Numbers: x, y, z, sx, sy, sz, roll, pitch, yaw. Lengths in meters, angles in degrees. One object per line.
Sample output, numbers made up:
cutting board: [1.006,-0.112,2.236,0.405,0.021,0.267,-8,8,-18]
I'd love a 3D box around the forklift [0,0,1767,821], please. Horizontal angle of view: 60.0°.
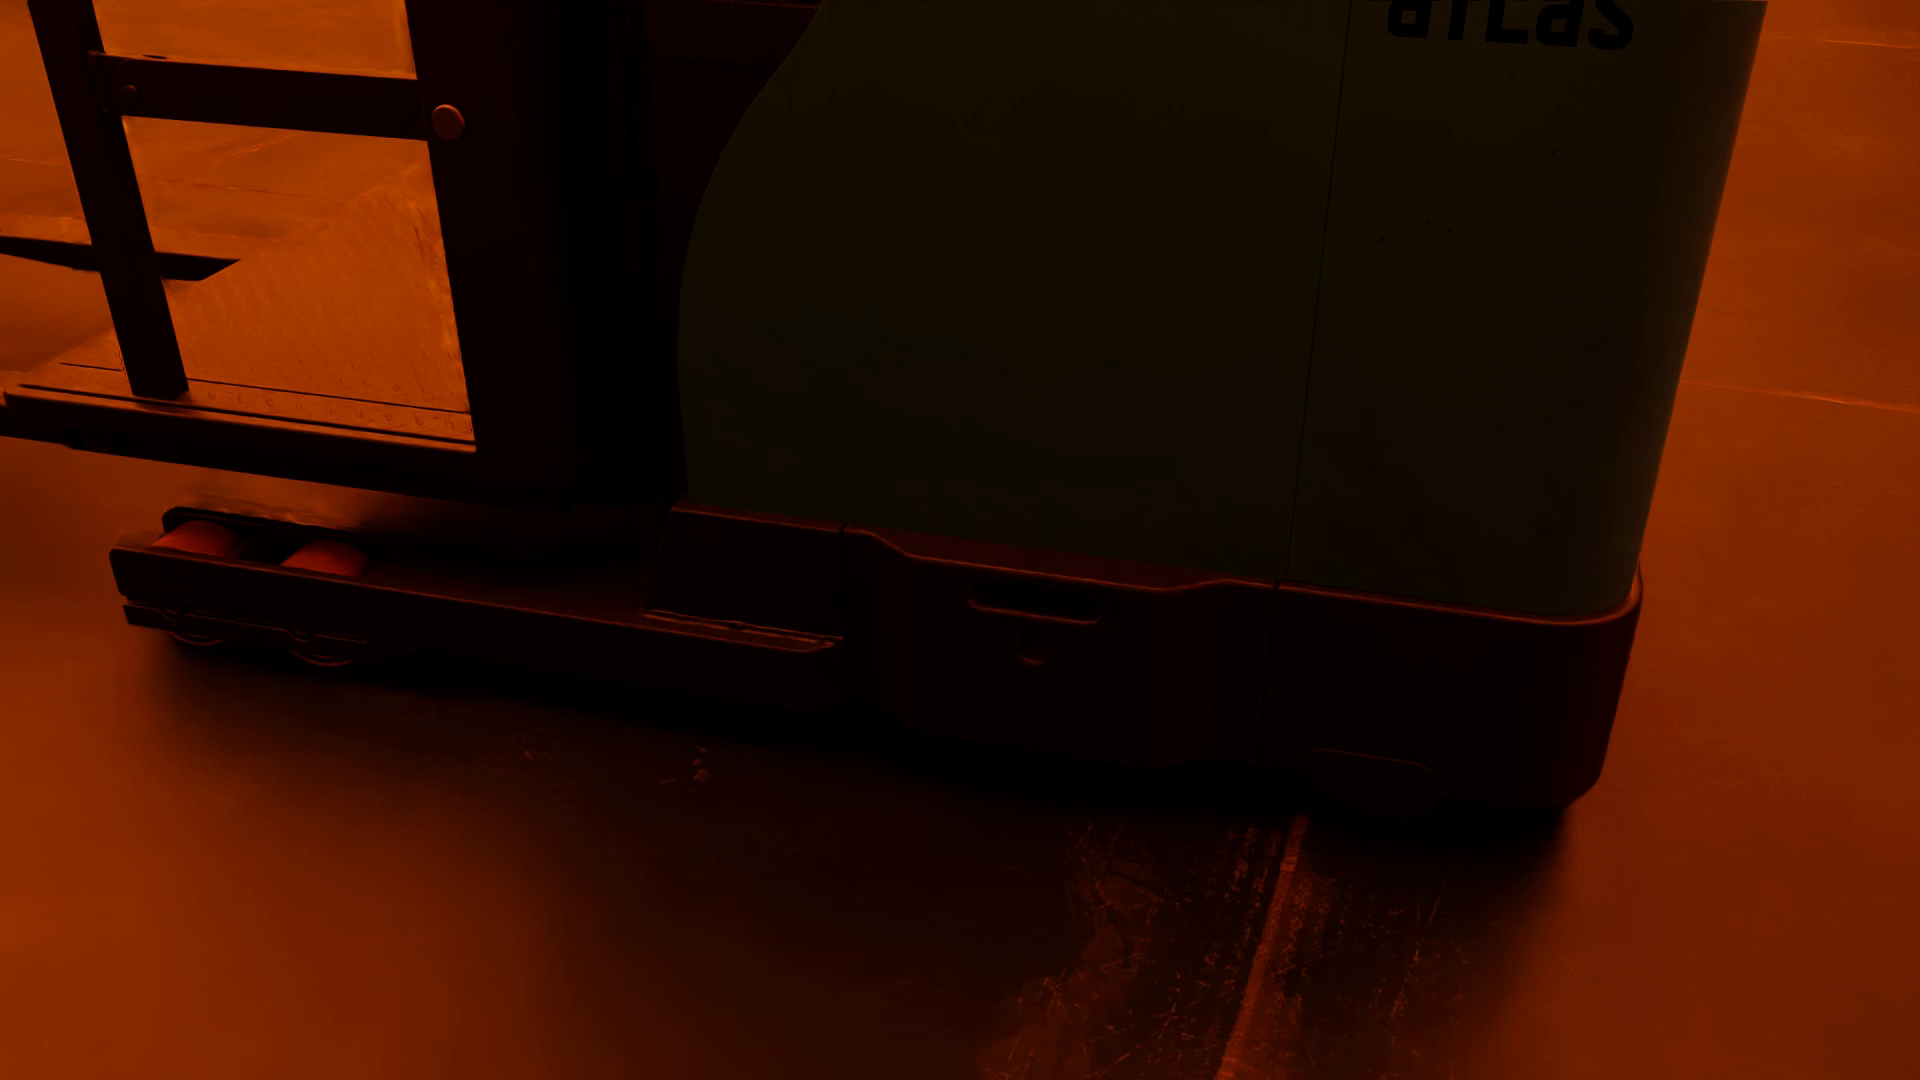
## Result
forklift: [-0.623,-1.349,1.907,3.031,2.935,1.130,8,30,13]
